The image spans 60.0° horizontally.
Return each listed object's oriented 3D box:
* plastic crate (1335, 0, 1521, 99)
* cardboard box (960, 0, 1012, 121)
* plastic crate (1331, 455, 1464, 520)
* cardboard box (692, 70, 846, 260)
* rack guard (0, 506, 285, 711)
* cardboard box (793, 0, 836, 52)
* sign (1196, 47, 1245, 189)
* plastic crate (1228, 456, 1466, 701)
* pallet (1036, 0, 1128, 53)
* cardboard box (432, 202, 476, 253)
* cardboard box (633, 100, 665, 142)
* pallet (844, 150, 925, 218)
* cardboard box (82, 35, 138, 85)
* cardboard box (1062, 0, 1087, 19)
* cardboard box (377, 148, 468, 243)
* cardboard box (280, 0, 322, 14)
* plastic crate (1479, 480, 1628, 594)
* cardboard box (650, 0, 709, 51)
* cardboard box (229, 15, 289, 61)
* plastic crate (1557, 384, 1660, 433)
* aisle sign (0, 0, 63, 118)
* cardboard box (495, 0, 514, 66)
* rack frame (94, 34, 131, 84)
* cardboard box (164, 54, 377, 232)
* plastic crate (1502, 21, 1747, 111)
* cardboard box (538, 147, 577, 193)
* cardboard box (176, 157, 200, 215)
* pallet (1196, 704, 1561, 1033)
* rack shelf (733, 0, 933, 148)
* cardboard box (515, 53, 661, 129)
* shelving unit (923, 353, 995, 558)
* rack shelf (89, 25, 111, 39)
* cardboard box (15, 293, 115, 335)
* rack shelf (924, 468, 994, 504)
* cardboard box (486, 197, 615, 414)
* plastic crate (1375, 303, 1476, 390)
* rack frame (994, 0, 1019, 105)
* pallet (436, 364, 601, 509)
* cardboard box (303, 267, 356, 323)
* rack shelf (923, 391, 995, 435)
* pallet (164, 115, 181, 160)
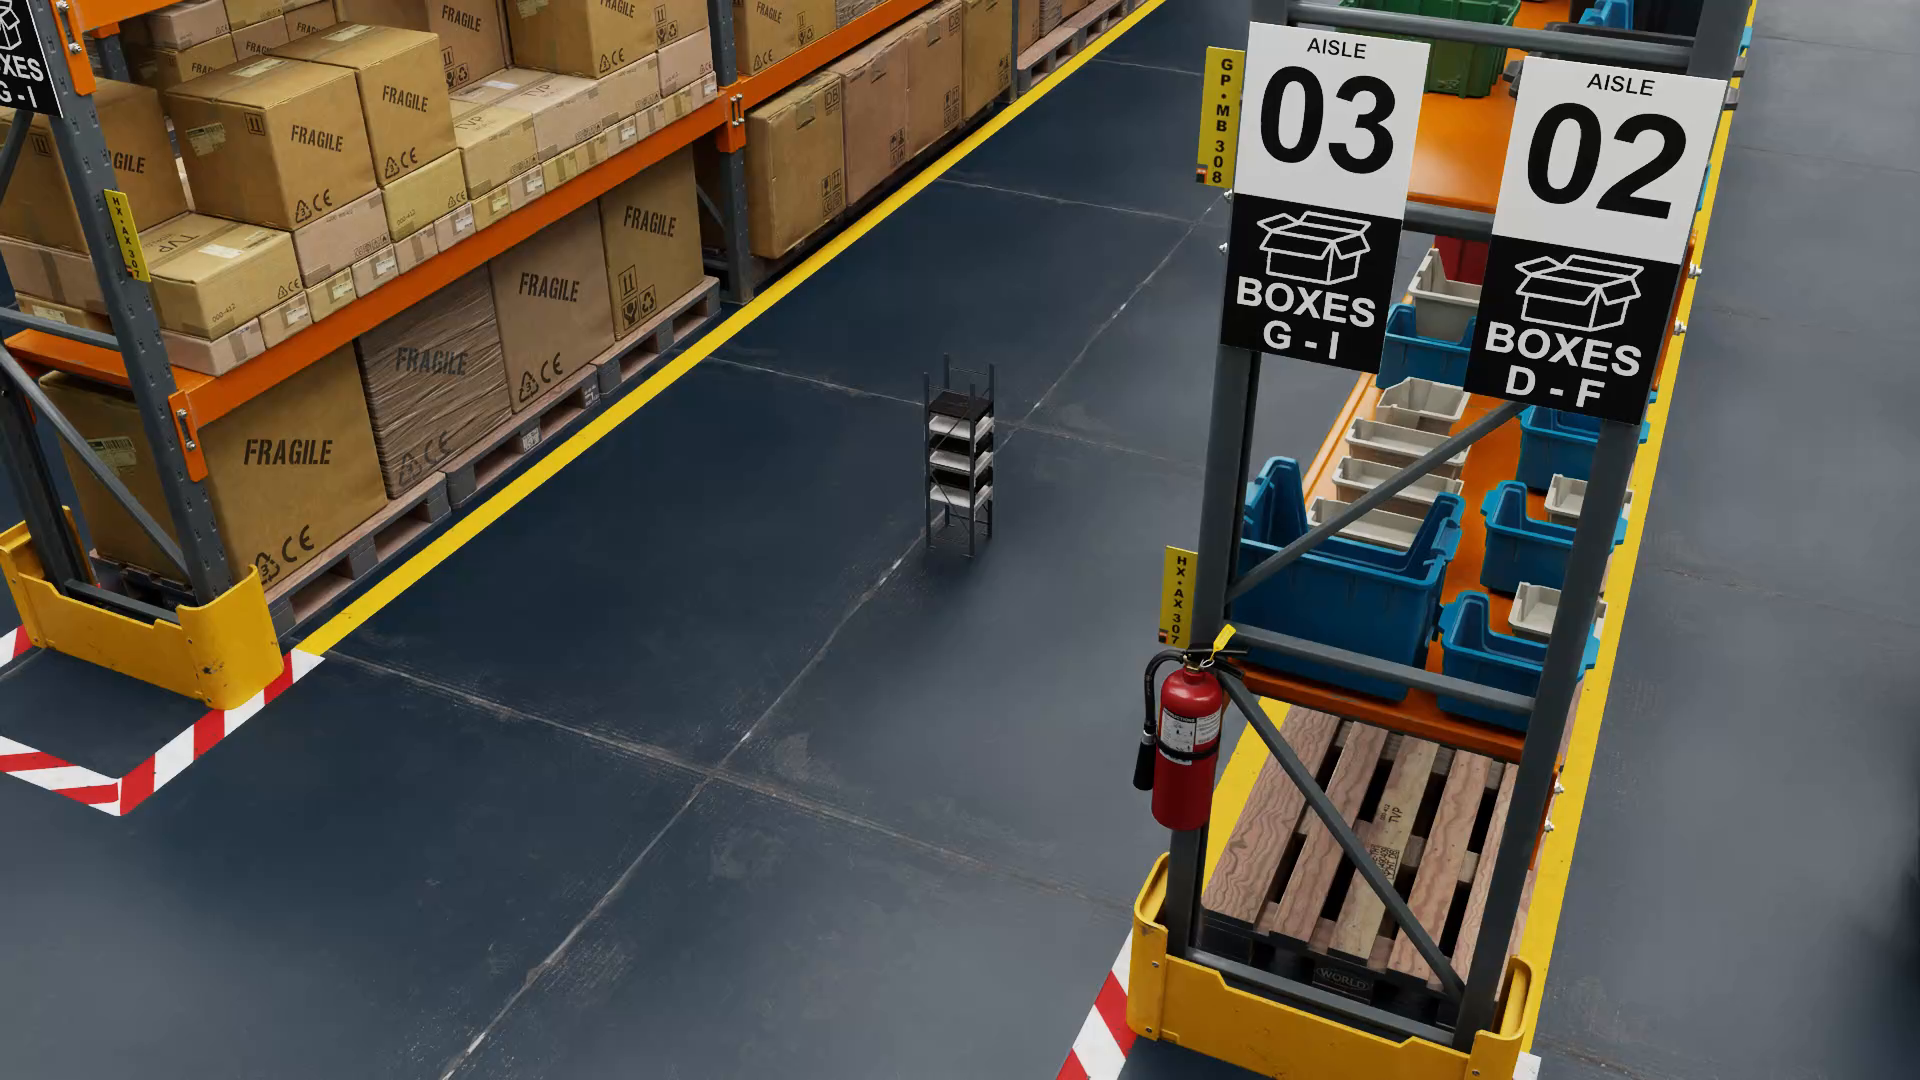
[{"bbox_3d":[1.269,-1.372,4.565,0.450,0.188,0.336,14,36,20],"label":"plastic crate"},{"bbox_3d":[-0.344,-3.718,12.240,1.225,0.875,0.875,13,35,18],"label":"cardboard box"},{"bbox_3d":[1.427,-0.153,5.434,0.396,0.136,0.243,14,36,20],"label":"plastic crate"},{"bbox_3d":[-1.460,-2.388,10.212,1.225,0.875,0.875,14,36,21],"label":"cardboard box"},{"bbox_3d":[-3.393,0.271,6.880,1.175,0.500,0.348,14,36,20],"label":"rack guard"},{"bbox_3d":[-1.080,-3.242,9.868,0.500,0.500,0.500,14,36,21],"label":"cardboard box"},{"bbox_3d":[0.609,-0.978,3.866,0.100,0.325,0.005,14,36,20],"label":"sign"},{"bbox_3d":[1.086,0.101,4.774,0.616,0.435,0.499,14,36,20],"label":"plastic crate"},{"bbox_3d":[0.804,-4.598,14.570,1.003,0.211,1.213,14,36,20],"label":"pallet"},{"bbox_3d":[-2.399,-1.423,7.413,0.380,0.149,0.250,14,36,20],"label":"cardboard box"},{"bbox_3d":[-1.754,-2.190,8.583,0.380,0.149,0.250,14,36,20],"label":"cardboard box"},{"bbox_3d":[-0.946,-2.623,11.558,1.003,0.211,1.213,14,36,20],"label":"pallet"},{"bbox_3d":[-6.091,-3.523,12.284,0.500,0.500,0.500,13,36,20],"label":"cardboard box"},{"bbox_3d":[0.678,-4.810,14.229,0.700,0.500,0.500,17,37,24],"label":"cardboard box"},{"bbox_3d":[-2.512,-1.534,7.220,0.500,0.250,0.500,13,35,19],"label":"cardboard box"},{"bbox_3d":[-5.185,-4.236,12.688,0.500,0.250,0.500,16,36,22],"label":"cardboard box"},{"bbox_3d":[1.793,0.020,5.082,0.416,0.233,0.300,14,36,20],"label":"plastic crate"},{"bbox_3d":[-1.659,-2.863,8.562,0.500,0.500,0.500,15,36,22],"label":"cardboard box"},{"bbox_3d":[-5.402,-3.668,12.504,0.500,0.500,0.500,16,36,23],"label":"cardboard box"},{"bbox_3d":[2.194,-0.457,5.810,0.416,0.233,0.300,14,36,20],"label":"plastic crate"},{"bbox_3d":[-3.141,-1.768,5.340,0.394,0.787,0.004,14,36,20],"label":"aisle sign"},{"bbox_3d":[-2.355,-2.730,8.359,0.500,0.500,0.500,14,36,20],"label":"cardboard box"},{"bbox_3d":[-6.172,-3.966,11.063,1.000,3.000,0.127,14,36,20],"label":"rack frame"},{"bbox_3d":[-2.728,-1.587,6.617,0.500,0.500,0.500,13,36,19],"label":"cardboard box"},{"bbox_3d":[1.530,-0.977,3.888,0.497,0.269,0.590,14,36,20],"label":"plastic crate"},{"bbox_3d":[-2.077,-1.806,7.998,0.380,0.149,0.250,14,36,20],"label":"cardboard box"},{"bbox_3d":[-3.208,-1.402,7.018,0.500,0.250,0.500,14,36,20],"label":"cardboard box"},{"bbox_3d":[1.496,1.115,5.857,1.003,0.211,1.213,14,36,20],"label":"pallet"},{"bbox_3d":[-0.873,-3.473,10.967,1.077,0.370,4.000,14,36,20],"label":"rack shelf"},{"bbox_3d":[-1.870,-2.301,8.390,0.500,0.250,0.500,15,36,22],"label":"cardboard box"},{"bbox_3d":[-0.003,-0.372,7.497,0.258,0.900,0.210,14,36,20],"label":"shelving unit"},{"bbox_3d":[-7.009,-2.669,9.741,1.077,0.370,4.000,14,36,20],"label":"rack shelf"},{"bbox_3d":[-3.533,-0.934,6.667,0.380,0.149,0.250,15,36,21],"label":"cardboard box"},{"bbox_3d":[-0.003,-0.269,7.565,0.258,0.077,0.200,14,36,20],"label":"rack shelf"},{"bbox_3d":[-2.435,-1.306,8.562,0.875,0.875,0.875,14,36,20],"label":"cardboard box"},{"bbox_3d":[1.742,-0.686,6.159,0.416,0.233,0.300,14,36,20],"label":"plastic crate"},{"bbox_3d":[-0.036,-4.770,12.289,1.000,3.000,0.127,14,36,20],"label":"rack frame"},{"bbox_3d":[-2.608,-0.641,8.536,1.003,0.211,1.213,14,36,20],"label":"pallet"},{"bbox_3d":[-2.722,-1.038,6.826,0.380,0.149,0.250,13,36,19],"label":"cardboard box"},{"bbox_3d":[-0.003,-0.570,7.367,0.258,0.077,0.200,14,36,20],"label":"rack shelf"},{"bbox_3d":[-5.848,-3.188,12.420,1.003,0.211,1.213,14,36,20],"label":"pallet"}]
